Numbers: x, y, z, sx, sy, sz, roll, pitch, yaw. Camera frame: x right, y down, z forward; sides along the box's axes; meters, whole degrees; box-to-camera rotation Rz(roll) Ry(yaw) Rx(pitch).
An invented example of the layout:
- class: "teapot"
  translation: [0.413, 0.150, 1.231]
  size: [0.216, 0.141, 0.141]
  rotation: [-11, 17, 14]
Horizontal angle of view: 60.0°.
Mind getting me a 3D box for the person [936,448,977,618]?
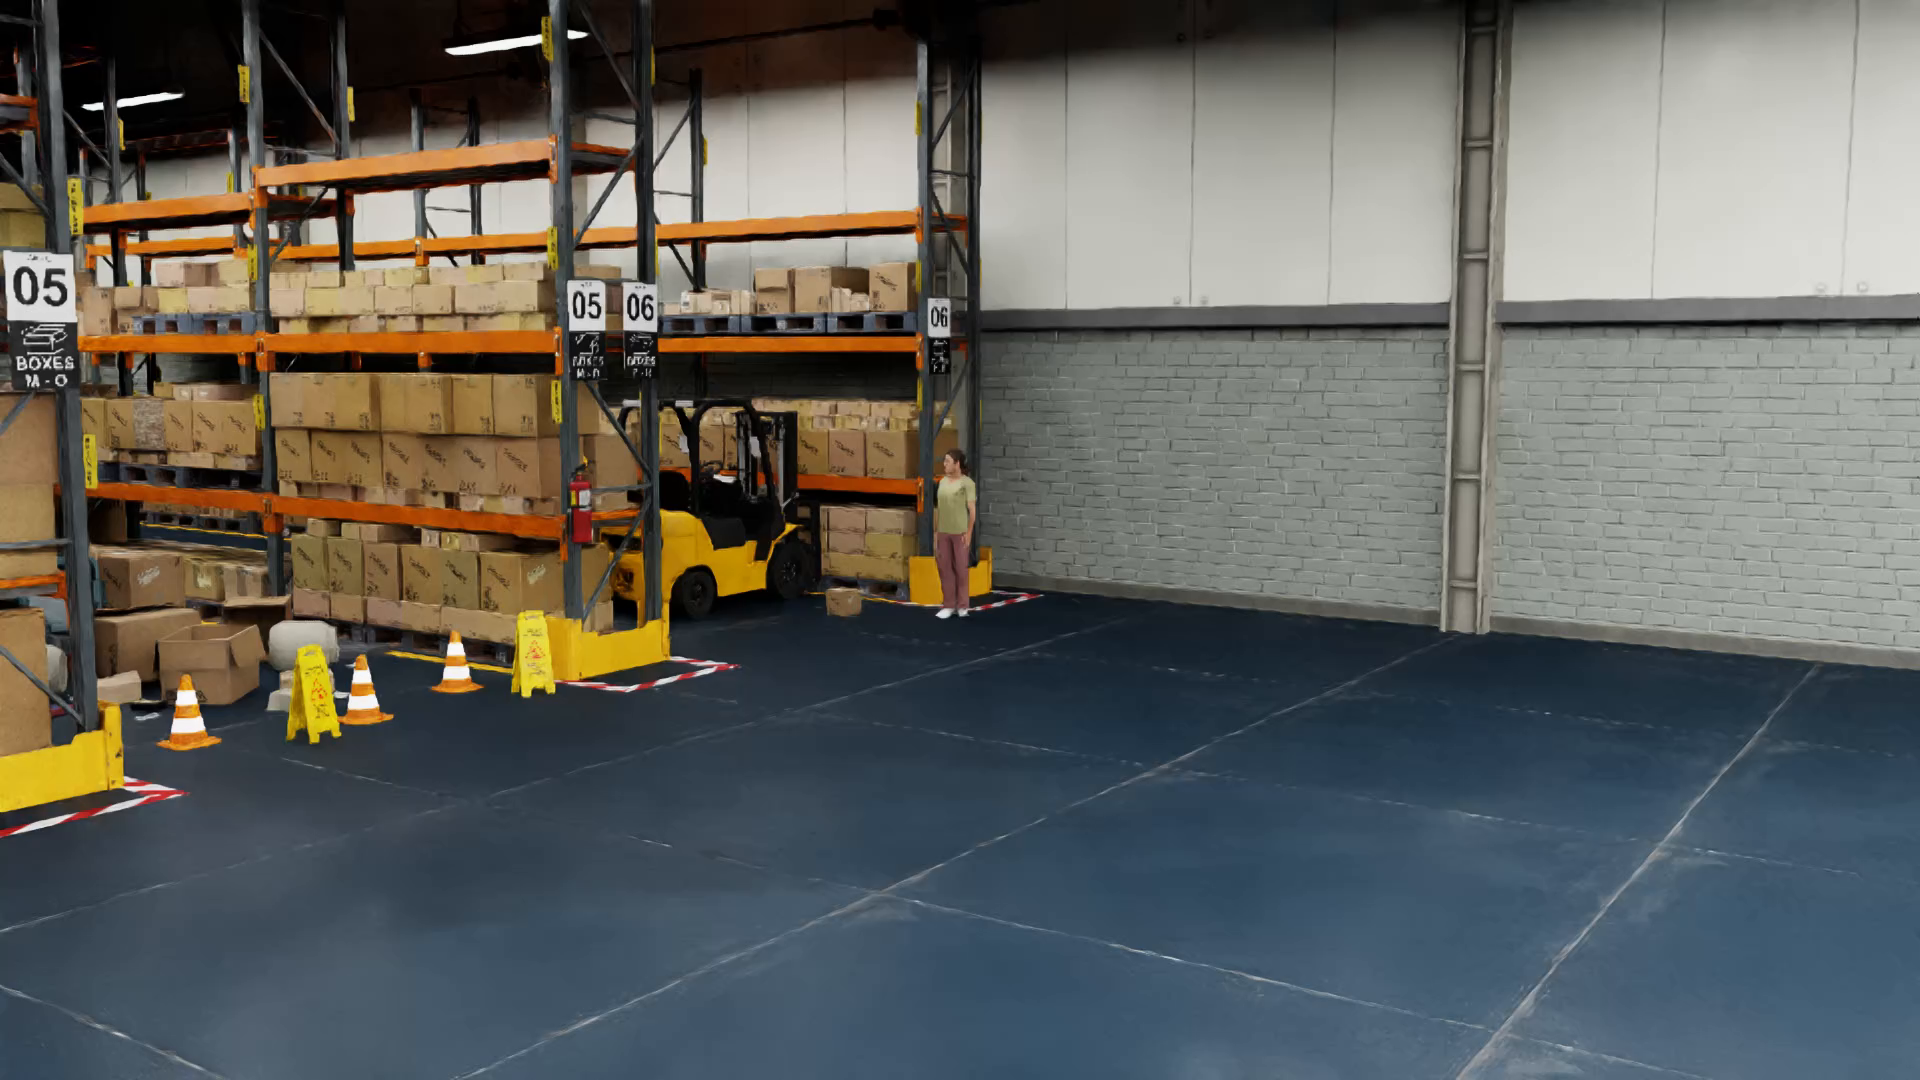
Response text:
- class: "person"
  translation: [-0.042, -0.068, 16.484]
  size: [0.474, 1.680, 0.355]
  rotation: [4, 7, 31]
